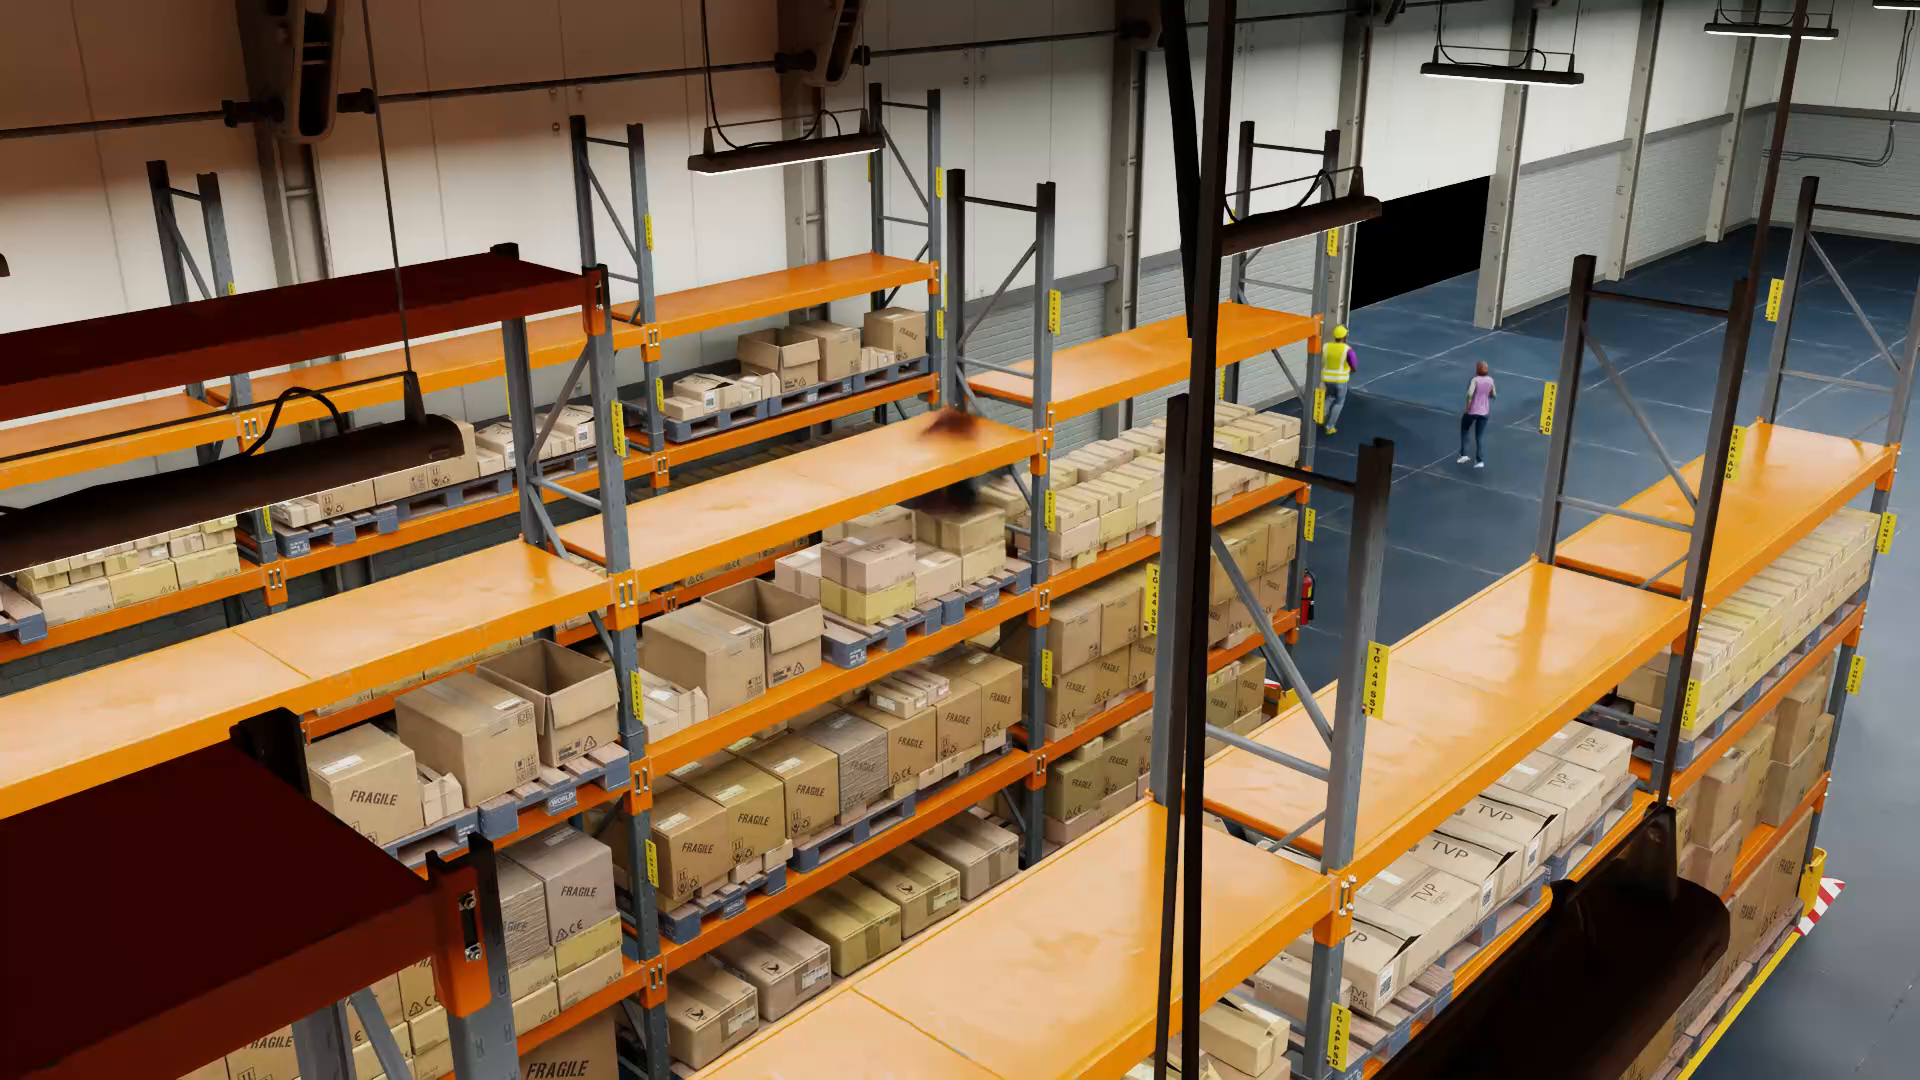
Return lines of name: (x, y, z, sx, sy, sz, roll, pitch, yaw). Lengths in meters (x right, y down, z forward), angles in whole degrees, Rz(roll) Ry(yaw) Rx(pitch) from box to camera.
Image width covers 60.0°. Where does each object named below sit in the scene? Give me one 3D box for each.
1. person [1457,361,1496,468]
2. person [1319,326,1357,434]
person: (7.631, -1.830, 24.515, 0.525, 1.637, 0.729, 0, 21, -1)
person: (5.923, -2.544, 26.184, 0.691, 1.720, 0.586, 14, 25, 33)
